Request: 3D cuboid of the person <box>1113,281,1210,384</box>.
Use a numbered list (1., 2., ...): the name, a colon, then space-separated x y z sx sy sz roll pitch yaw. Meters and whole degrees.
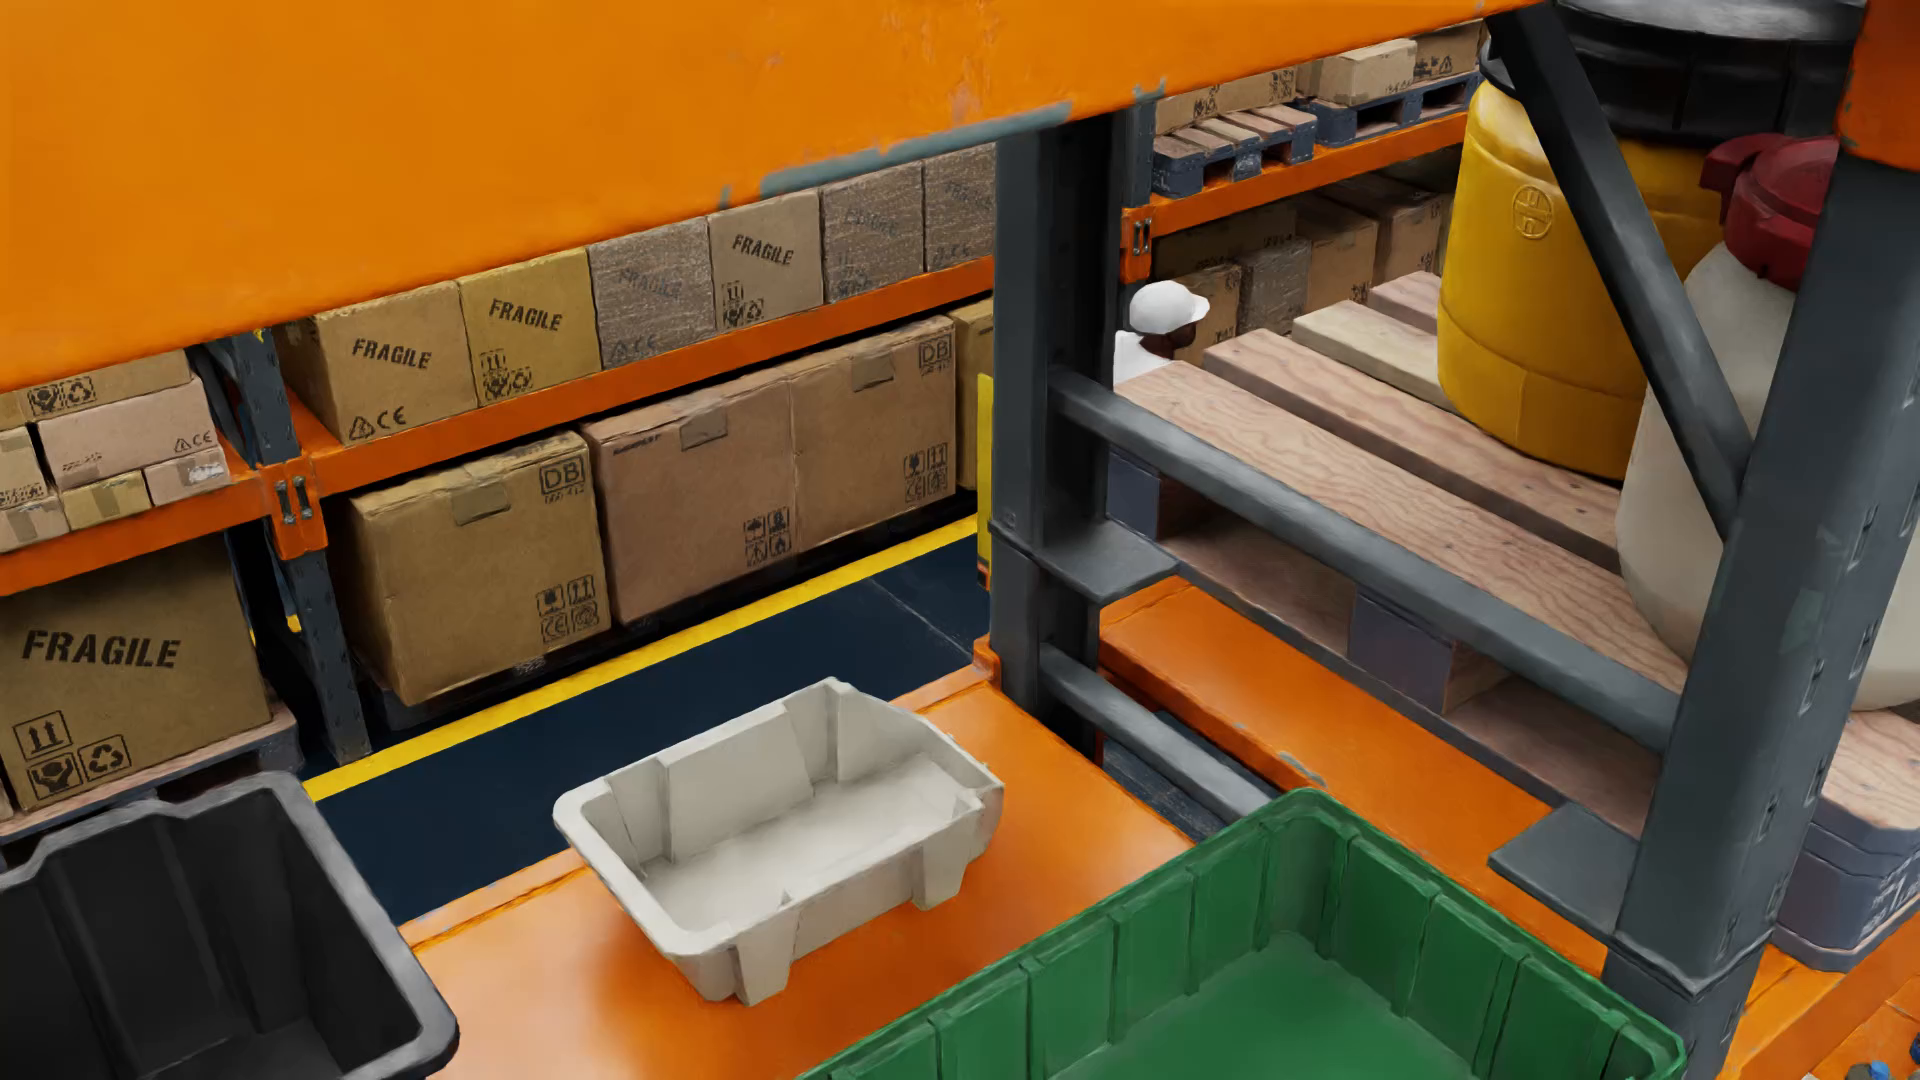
1. person: 0.707 -0.185 6.411 0.646 1.780 0.695 -8 33 -13
